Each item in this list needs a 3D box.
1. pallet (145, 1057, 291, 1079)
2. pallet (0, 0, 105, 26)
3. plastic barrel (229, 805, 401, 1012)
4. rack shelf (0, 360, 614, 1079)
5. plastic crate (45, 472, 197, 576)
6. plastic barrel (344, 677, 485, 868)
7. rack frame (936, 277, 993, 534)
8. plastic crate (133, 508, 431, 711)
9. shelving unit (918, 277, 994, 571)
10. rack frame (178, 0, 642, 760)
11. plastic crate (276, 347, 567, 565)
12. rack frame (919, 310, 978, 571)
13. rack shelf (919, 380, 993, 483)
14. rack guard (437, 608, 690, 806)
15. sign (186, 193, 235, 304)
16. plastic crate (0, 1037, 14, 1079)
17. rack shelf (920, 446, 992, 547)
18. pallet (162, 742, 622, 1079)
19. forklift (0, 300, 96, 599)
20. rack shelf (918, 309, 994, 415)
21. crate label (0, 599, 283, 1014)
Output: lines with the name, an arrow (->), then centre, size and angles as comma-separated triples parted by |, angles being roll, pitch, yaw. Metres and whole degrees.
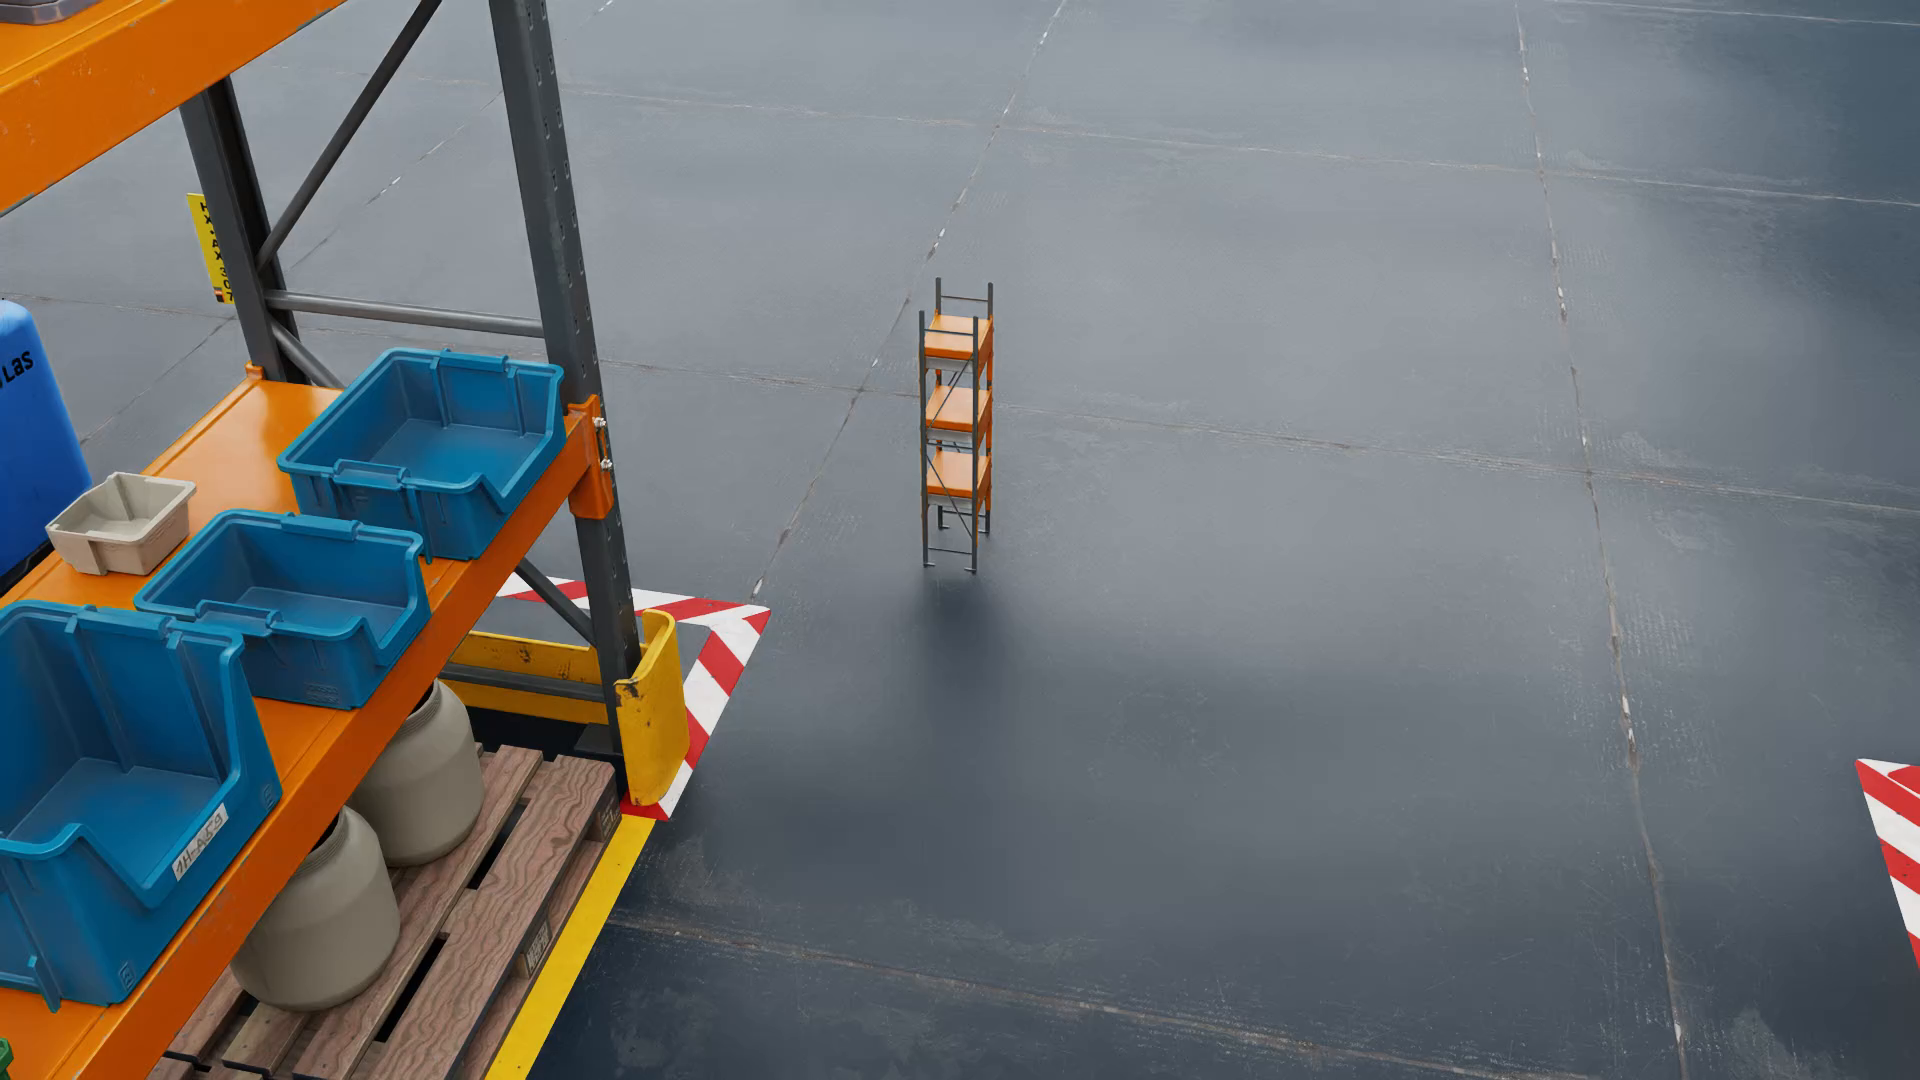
pallet -> -1.904, 1.732, 3.680 | 1.003, 0.211, 1.213 | 7, 37, 10
pallet -> -1.764, -1.285, 3.071 | 1.003, 0.211, 1.213 | 7, 37, 10
plastic barrel -> -1.665, 0.903, 4.210 | 0.421, 0.512, 0.421 | 0, 36, 0
rack shelf -> -1.919, 0.829, 3.163 | 1.077, 0.370, 4.000 | 7, 37, 10
plastic crate -> -1.997, -0.029, 3.959 | 0.298, 0.136, 0.250 | 7, 37, 10
plastic barrel -> -1.558, 0.616, 4.607 | 0.421, 0.512, 0.421 | 0, 36, 0
rack frame -> 0.015, -0.464, 5.996 | 0.200, 1.050, 0.008 | 7, 37, 10
plastic crate -> -1.451, 0.148, 3.617 | 0.499, 0.251, 0.408 | 7, 37, 10
shelving unit -> -0.011, -0.394, 5.900 | 0.215, 1.050, 0.252 | 7, 37, 10
rack frame -> -1.492, -0.609, 4.534 | 1.000, 3.000, 0.127 | 7, 37, 10
plastic crate -> -1.306, -0.224, 4.130 | 0.499, 0.251, 0.616 | 7, 37, 10
rack frame -> -0.038, -0.324, 5.803 | 0.200, 1.050, 0.008 | 7, 37, 10
rack shelf -> -0.011, -0.386, 5.906 | 0.215, 0.259, 0.240 | 7, 37, 10
rack guard -> -1.462, 0.453, 5.199 | 1.175, 0.500, 0.348 | 7, 37, 10
sign -> -2.028, -0.792, 4.551 | 0.100, 0.325, 0.005 | 7, 37, 10
plastic crate -> -1.780, 1.028, 2.457 | 0.450, 0.188, 0.662 | 7, 37, 10
rack shelf -> -0.011, -0.161, 6.069 | 0.215, 0.259, 0.240 | 7, 37, 10
pallet -> -1.641, 1.035, 4.642 | 1.003, 0.211, 1.213 | 7, 37, 10
forklift -> -3.958, -0.349, 4.234 | 1.130, 2.935, 3.031 | 10, 37, 13
rack shelf -> -0.011, -0.616, 5.739 | 0.215, 0.259, 0.240 | 7, 37, 10
crate label -> -1.621, 0.466, 3.021 | 0.502, 0.435, 0.616 | 7, 37, 10
